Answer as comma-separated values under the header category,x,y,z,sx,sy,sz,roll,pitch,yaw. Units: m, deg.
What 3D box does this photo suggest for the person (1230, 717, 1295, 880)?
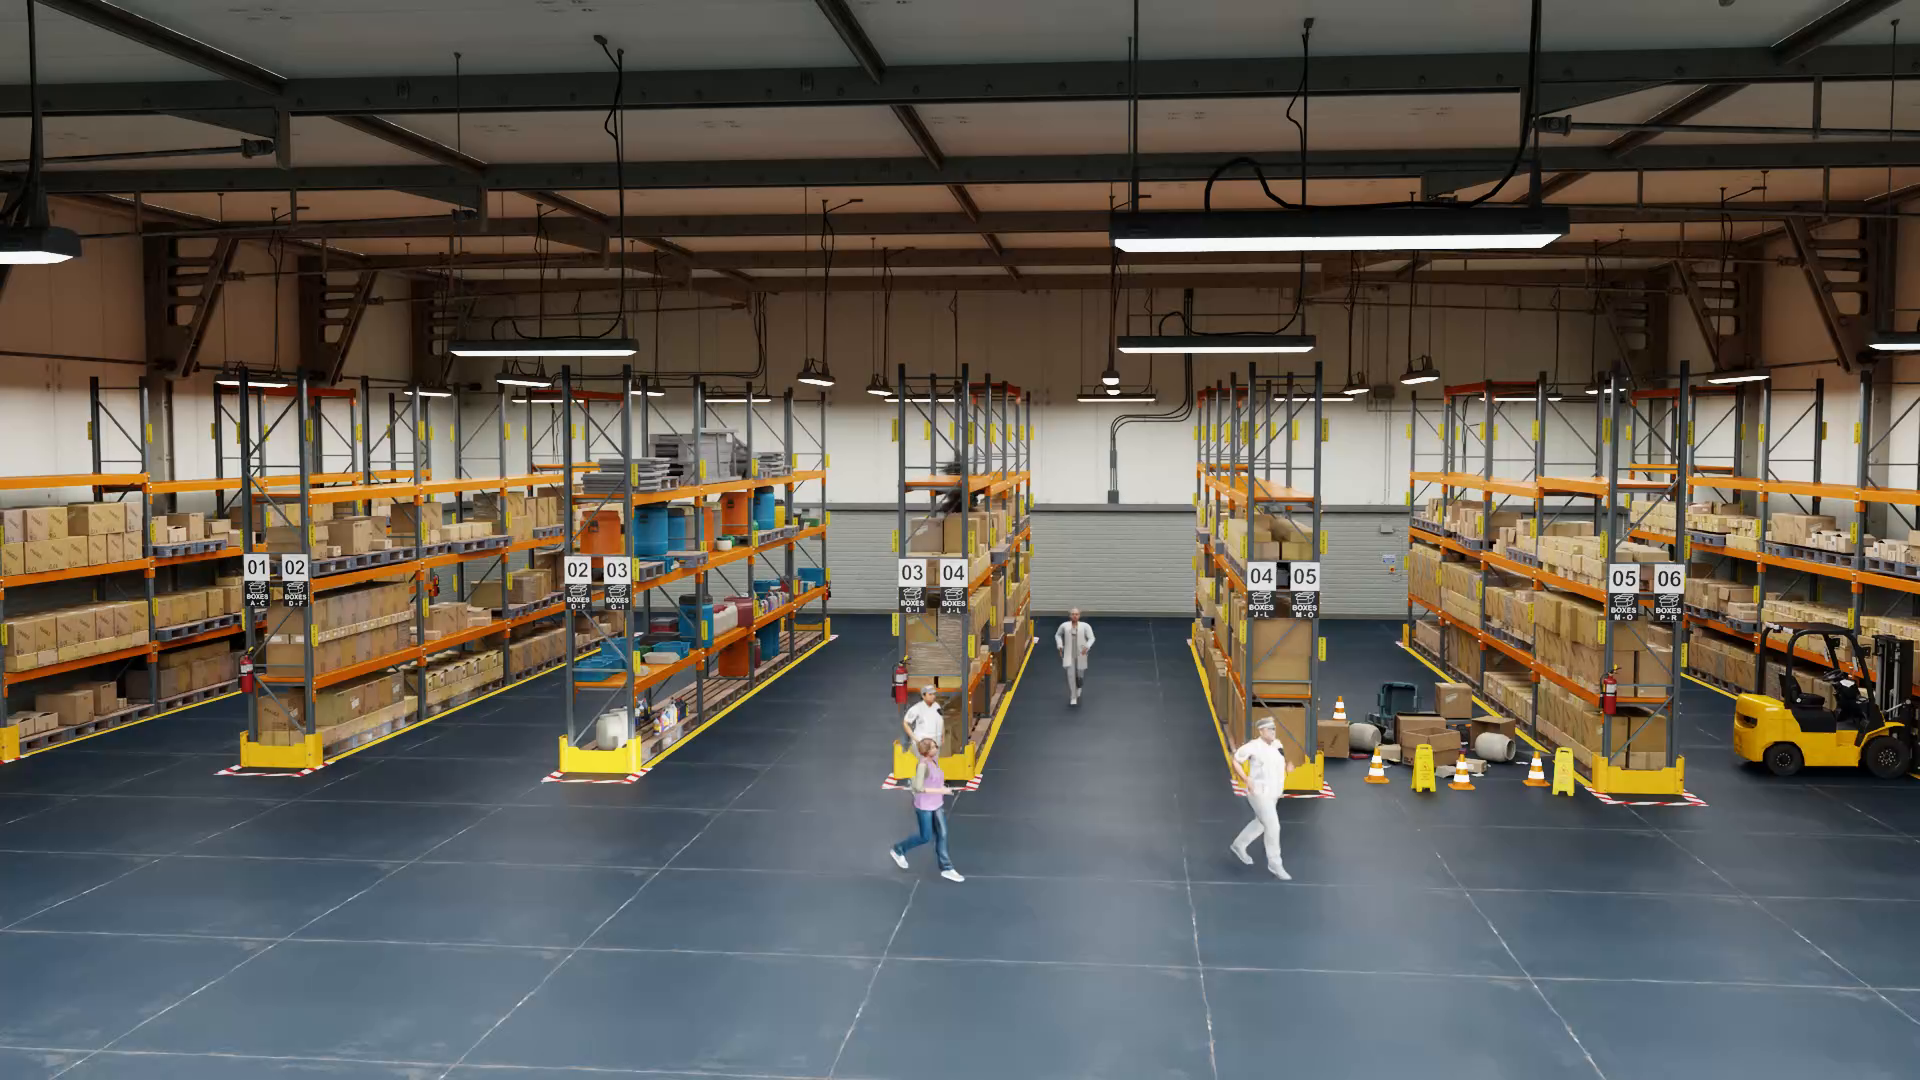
category,x,y,z,sx,sy,sz,roll,pitch,yaw
person,3.474,2.902,18.976,0.865,1.831,0.636,4,5,45

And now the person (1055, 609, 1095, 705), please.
category,x,y,z,sx,sy,sz,roll,pitch,yaw
person,2.124,2.147,30.832,0.742,1.739,0.934,0,4,4

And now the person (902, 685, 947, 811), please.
category,x,y,z,sx,sy,sz,roll,pitch,yaw
person,-0.477,2.761,22.305,0.617,1.665,0.798,-3,5,-43

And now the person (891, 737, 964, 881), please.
category,x,y,z,sx,sy,sz,roll,pitch,yaw
person,-0.367,2.996,18.593,0.877,1.592,0.538,2,4,25
